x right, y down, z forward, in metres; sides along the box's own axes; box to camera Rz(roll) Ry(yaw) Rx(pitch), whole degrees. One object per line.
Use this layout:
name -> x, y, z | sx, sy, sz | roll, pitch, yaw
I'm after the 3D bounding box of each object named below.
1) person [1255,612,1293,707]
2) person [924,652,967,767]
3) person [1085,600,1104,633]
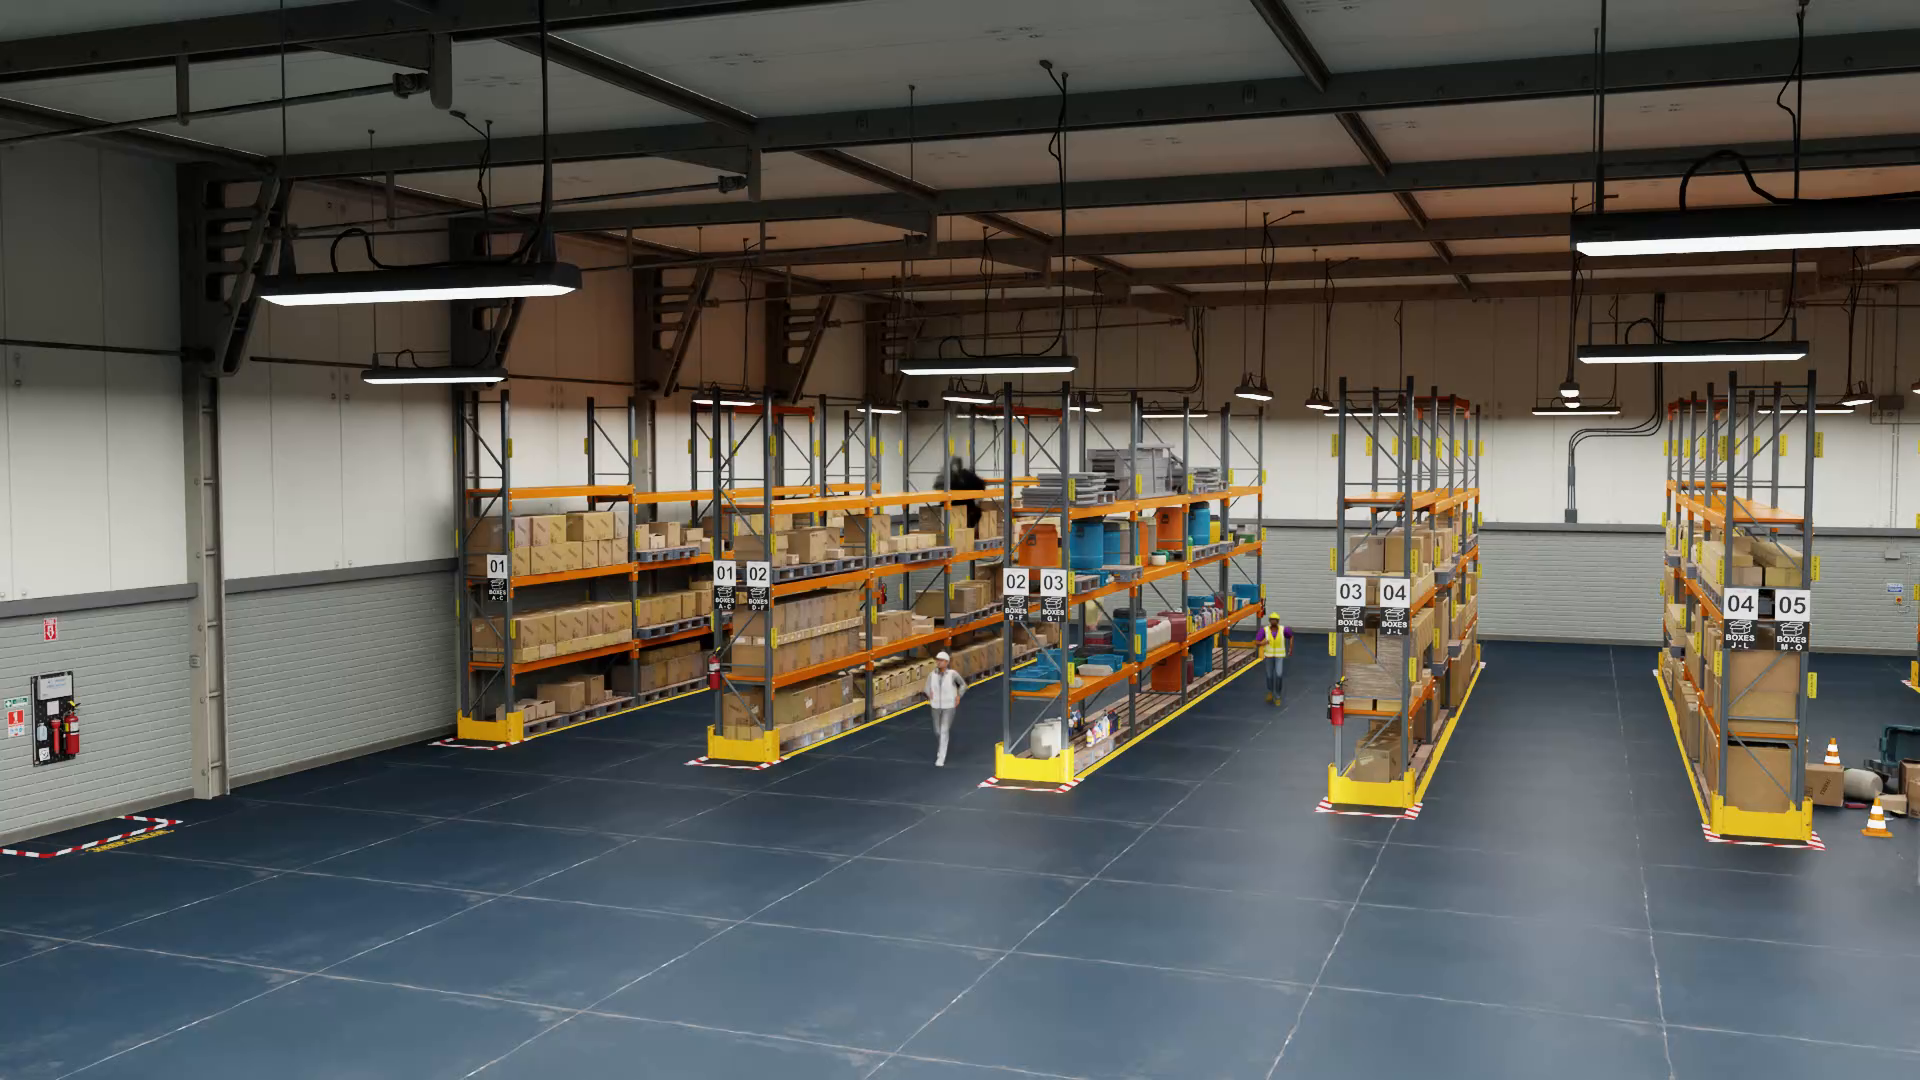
person -> 6.134, 2.328, 32.533 | 0.731, 1.838, 0.780 | 1, 3, 12
person -> -0.243, 2.661, 26.547 | 0.673, 1.774, 0.935 | 1, 3, 17
person -> 2.876, 1.892, 36.709 | 0.559, 1.664, 1.008 | 1, 3, 21
